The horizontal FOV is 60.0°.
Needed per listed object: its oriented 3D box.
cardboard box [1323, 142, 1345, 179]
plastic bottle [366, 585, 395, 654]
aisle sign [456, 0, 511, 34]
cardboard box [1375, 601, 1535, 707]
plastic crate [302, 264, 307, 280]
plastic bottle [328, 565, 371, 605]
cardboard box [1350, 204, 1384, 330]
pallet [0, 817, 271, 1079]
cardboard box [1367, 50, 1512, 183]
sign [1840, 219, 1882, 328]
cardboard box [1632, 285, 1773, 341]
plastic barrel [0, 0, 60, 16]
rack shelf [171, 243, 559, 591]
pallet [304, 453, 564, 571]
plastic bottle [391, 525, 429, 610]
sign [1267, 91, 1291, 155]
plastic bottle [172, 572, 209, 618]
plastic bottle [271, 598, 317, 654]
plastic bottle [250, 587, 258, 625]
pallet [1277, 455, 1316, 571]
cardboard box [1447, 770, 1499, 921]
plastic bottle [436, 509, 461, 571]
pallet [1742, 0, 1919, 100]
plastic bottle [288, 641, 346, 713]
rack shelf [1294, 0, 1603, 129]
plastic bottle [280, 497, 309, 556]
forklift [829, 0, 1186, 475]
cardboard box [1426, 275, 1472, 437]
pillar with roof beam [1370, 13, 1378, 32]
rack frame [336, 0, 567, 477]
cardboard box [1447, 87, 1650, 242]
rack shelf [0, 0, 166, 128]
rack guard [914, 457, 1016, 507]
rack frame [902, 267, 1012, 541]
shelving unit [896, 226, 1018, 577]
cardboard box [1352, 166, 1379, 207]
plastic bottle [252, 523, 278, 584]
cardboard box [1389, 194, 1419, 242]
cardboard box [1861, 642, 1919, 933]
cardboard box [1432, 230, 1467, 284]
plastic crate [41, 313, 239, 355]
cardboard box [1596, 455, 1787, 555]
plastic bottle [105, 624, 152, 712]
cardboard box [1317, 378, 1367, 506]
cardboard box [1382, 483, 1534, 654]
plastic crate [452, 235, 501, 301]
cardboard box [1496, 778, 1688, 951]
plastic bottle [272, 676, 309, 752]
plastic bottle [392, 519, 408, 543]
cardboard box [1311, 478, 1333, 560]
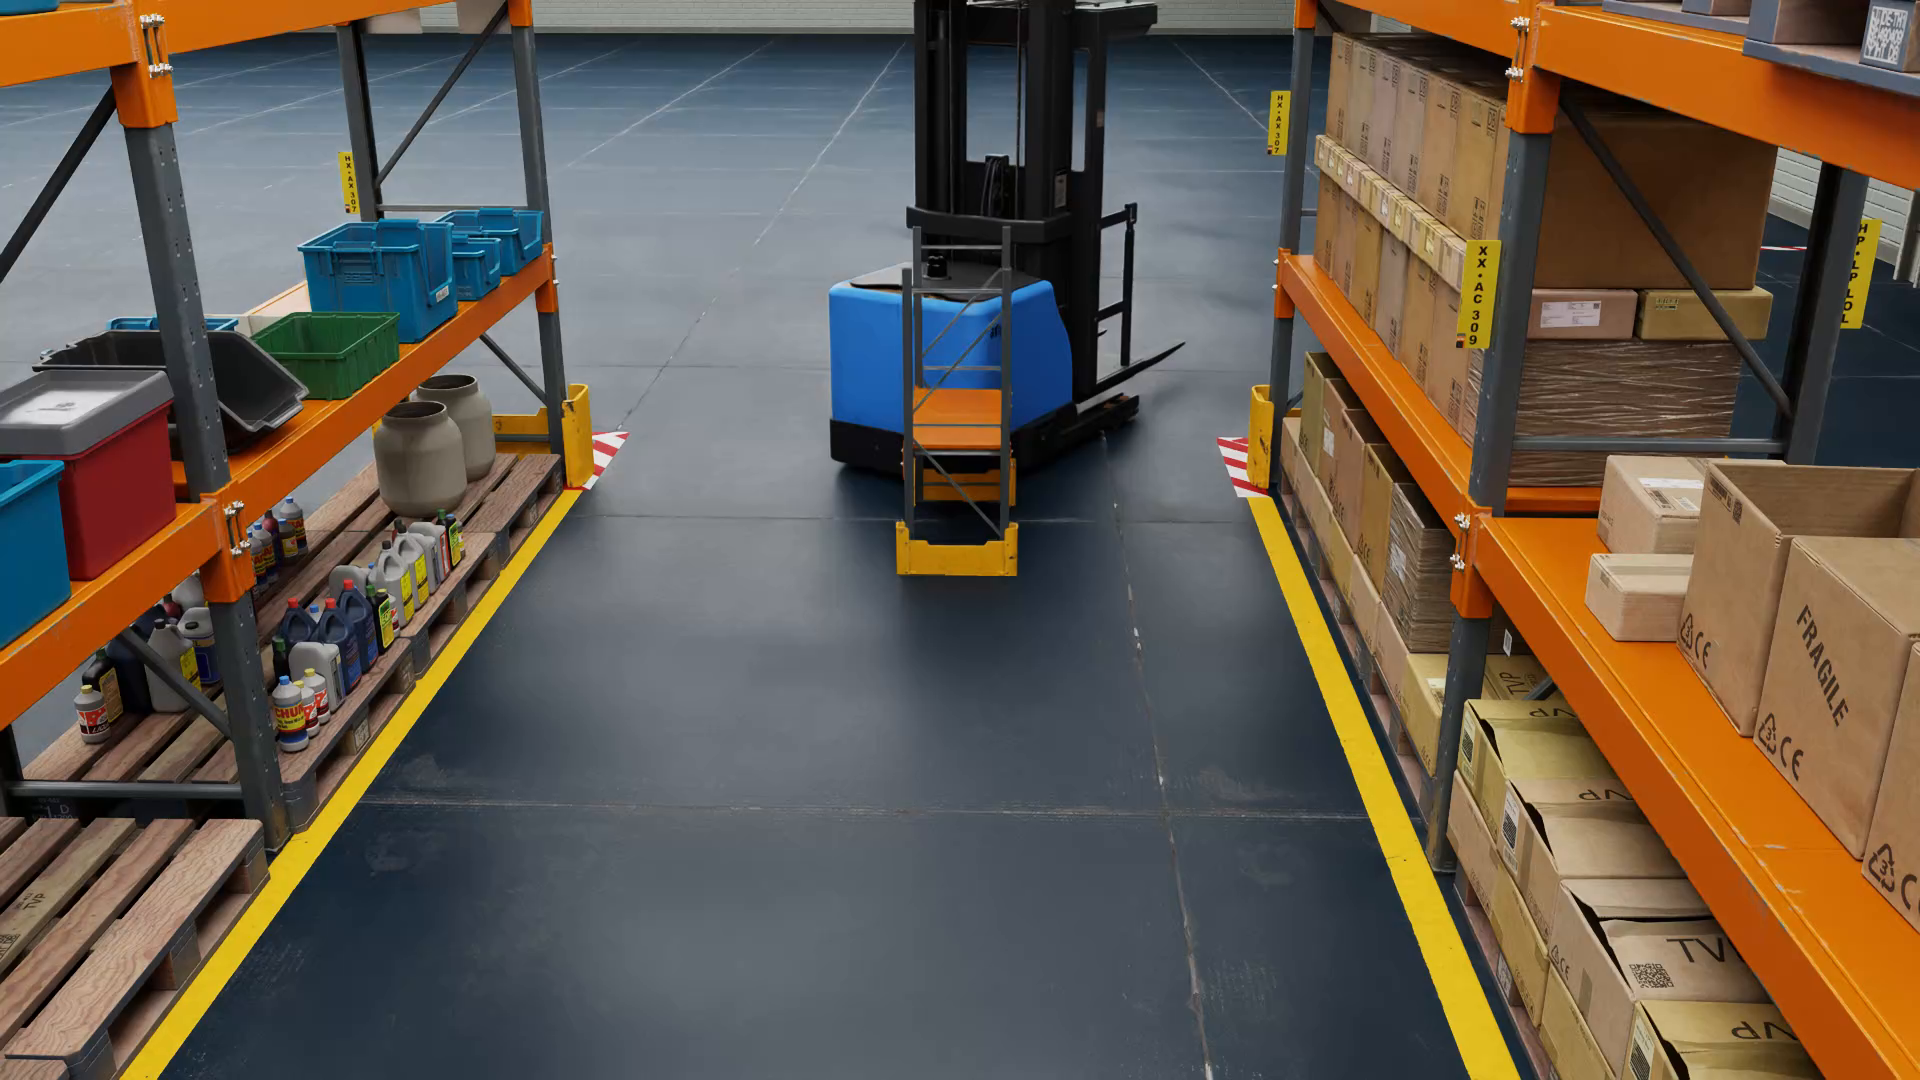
[{"bbox_3d":[1.989,-1.845,8.103,0.380,0.149,0.250,0,21,0],"label":"cardboard box"},{"bbox_3d":[-2.359,0.306,6.742,0.061,0.283,0.133,2,21,4],"label":"plastic bottle"},{"bbox_3d":[-2.430,-3.022,8.577,0.394,0.787,0.004,1,21,2],"label":"aisle sign"},{"bbox_3d":[1.921,0.450,6.442,0.500,0.250,0.500,1,21,2],"label":"cardboard box"},{"bbox_3d":[-3.078,-1.344,8.211,0.298,0.136,0.250,1,21,2],"label":"plastic crate"},{"bbox_3d":[-2.542,0.222,6.967,0.152,0.276,0.135,1,21,2],"label":"plastic bottle"},{"bbox_3d":[2.163,-1.240,7.440,0.700,0.500,0.500,1,21,2],"label":"cardboard box"},{"bbox_3d":[-2.836,1.243,5.033,1.003,0.211,1.213,1,21,2],"label":"pallet"},{"bbox_3d":[2.168,-1.823,7.148,0.700,0.500,0.500,1,21,2],"label":"cardboard box"},{"bbox_3d":[2.643,-0.786,4.916,0.100,0.325,0.005,1,21,2],"label":"sign"},{"bbox_3d":[2.302,-0.729,5.227,0.380,0.149,0.250,1,21,2],"label":"cardboard box"},{"bbox_3d":[-2.649,-1.787,4.148,0.600,0.901,0.708,1,21,2],"label":"plastic barrel"},{"bbox_3d":[-2.790,-0.729,7.255,1.077,0.370,4.000,1,21,2],"label":"rack shelf"},{"bbox_3d":[-2.714,-0.166,8.664,1.003,0.211,1.213,1,21,2],"label":"pallet"},{"bbox_3d":[-2.387,0.112,7.146,0.144,0.351,0.185,2,21,4],"label":"plastic bottle"},{"bbox_3d":[1.667,-2.180,8.695,0.100,0.325,0.005,1,21,2],"label":"sign"},{"bbox_3d":[-3.104,0.267,6.749,0.144,0.351,0.185,1,21,1],"label":"plastic bottle"},{"bbox_3d":[-2.556,0.400,6.405,0.144,0.351,0.185,1,21,2],"label":"plastic bottle"},{"bbox_3d":[-2.988,0.240,6.910,0.061,0.283,0.133,1,21,2],"label":"plastic bottle"},{"bbox_3d":[2.240,-0.154,8.635,1.003,0.211,1.213,1,21,2],"label":"pallet"},{"bbox_3d":[1.840,0.944,5.170,0.500,0.250,0.500,0,21,0],"label":"cardboard box"},{"bbox_3d":[-2.332,-0.015,7.567,0.061,0.283,0.133,1,21,3],"label":"plastic bottle"},{"bbox_3d":[1.941,-0.800,2.558,1.003,0.211,1.213,2,21,4],"label":"pallet"},{"bbox_3d":[-2.420,0.496,6.261,0.152,0.276,0.135,1,21,4],"label":"plastic bottle"},{"bbox_3d":[2.161,-2.071,6.568,1.077,0.370,4.000,1,21,2],"label":"rack shelf"},{"bbox_3d":[-3.096,-0.068,7.722,0.097,0.271,0.097,0,21,0],"label":"plastic bottle"},{"bbox_3d":[0.466,-2.130,9.967,1.130,2.935,3.031,13,25,30],"label":"forklift"},{"bbox_3d":[2.117,-0.683,6.004,0.700,0.500,0.500,0,21,1],"label":"cardboard box"},{"bbox_3d":[4.626,-15.107,35.023,9.100,9.000,0.400,1,21,2],"label":"pillar with roof beam"},{"bbox_3d":[-2.729,-1.787,8.988,1.000,3.000,0.127,1,21,2],"label":"rack frame"},{"bbox_3d":[2.121,-1.280,5.749,0.700,0.500,0.500,1,21,1],"label":"cardboard box"},{"bbox_3d":[-2.912,-0.681,2.985,1.077,0.370,4.000,1,21,2],"label":"rack shelf"},{"bbox_3d":[0.008,-0.314,8.993,0.587,0.250,0.087,0,21,1],"label":"rack guard"},{"bbox_3d":[-0.015,-0.537,7.838,0.500,1.500,0.032,0,21,1],"label":"rack frame"},{"bbox_3d":[-0.003,-0.717,8.303,0.587,1.500,1.083,0,21,1],"label":"shelving unit"},{"bbox_3d":[1.965,-1.568,7.387,0.380,0.149,0.250,0,21,0],"label":"cardboard box"},{"bbox_3d":[-3.106,0.056,7.402,0.097,0.271,0.097,0,21,0],"label":"plastic bottle"},{"bbox_3d":[1.940,-1.290,6.672,0.380,0.149,0.250,1,21,3],"label":"cardboard box"},{"bbox_3d":[2.013,0.508,2.936,0.500,0.500,0.500,0,21,-1],"label":"cardboard box"},{"bbox_3d":[1.916,-1.014,5.960,0.380,0.149,0.250,1,21,2],"label":"cardboard box"},{"bbox_3d":[-3.088,-0.675,6.327,0.499,0.251,0.616,1,21,2],"label":"plastic crate"},{"bbox_3d":[2.129,-0.037,4.684,0.500,0.250,0.500,2,21,5],"label":"cardboard box"},{"bbox_3d":[-3.119,0.453,6.269,0.144,0.351,0.185,0,21,0],"label":"plastic bottle"},{"bbox_3d":[1.968,-0.442,7.705,0.500,0.500,0.500,1,21,2],"label":"cardboard box"},{"bbox_3d":[1.923,0.101,6.307,0.500,0.500,0.500,1,21,2],"label":"cardboard box"},{"bbox_3d":[-2.471,-1.299,7.935,0.499,0.251,0.408,1,21,2],"label":"plastic crate"},{"bbox_3d":[1.818,0.867,4.593,0.500,0.311,0.500,0,21,1],"label":"cardboard box"},{"bbox_3d":[-2.403,0.615,5.959,0.097,0.271,0.097,0,21,0],"label":"plastic bottle"},{"bbox_3d":[-2.488,0.033,7.445,0.061,0.283,0.133,1,21,2],"label":"plastic bottle"},{"bbox_3d":[1.956,-0.092,7.841,0.500,0.250,0.500,1,21,2],"label":"cardboard box"}]
